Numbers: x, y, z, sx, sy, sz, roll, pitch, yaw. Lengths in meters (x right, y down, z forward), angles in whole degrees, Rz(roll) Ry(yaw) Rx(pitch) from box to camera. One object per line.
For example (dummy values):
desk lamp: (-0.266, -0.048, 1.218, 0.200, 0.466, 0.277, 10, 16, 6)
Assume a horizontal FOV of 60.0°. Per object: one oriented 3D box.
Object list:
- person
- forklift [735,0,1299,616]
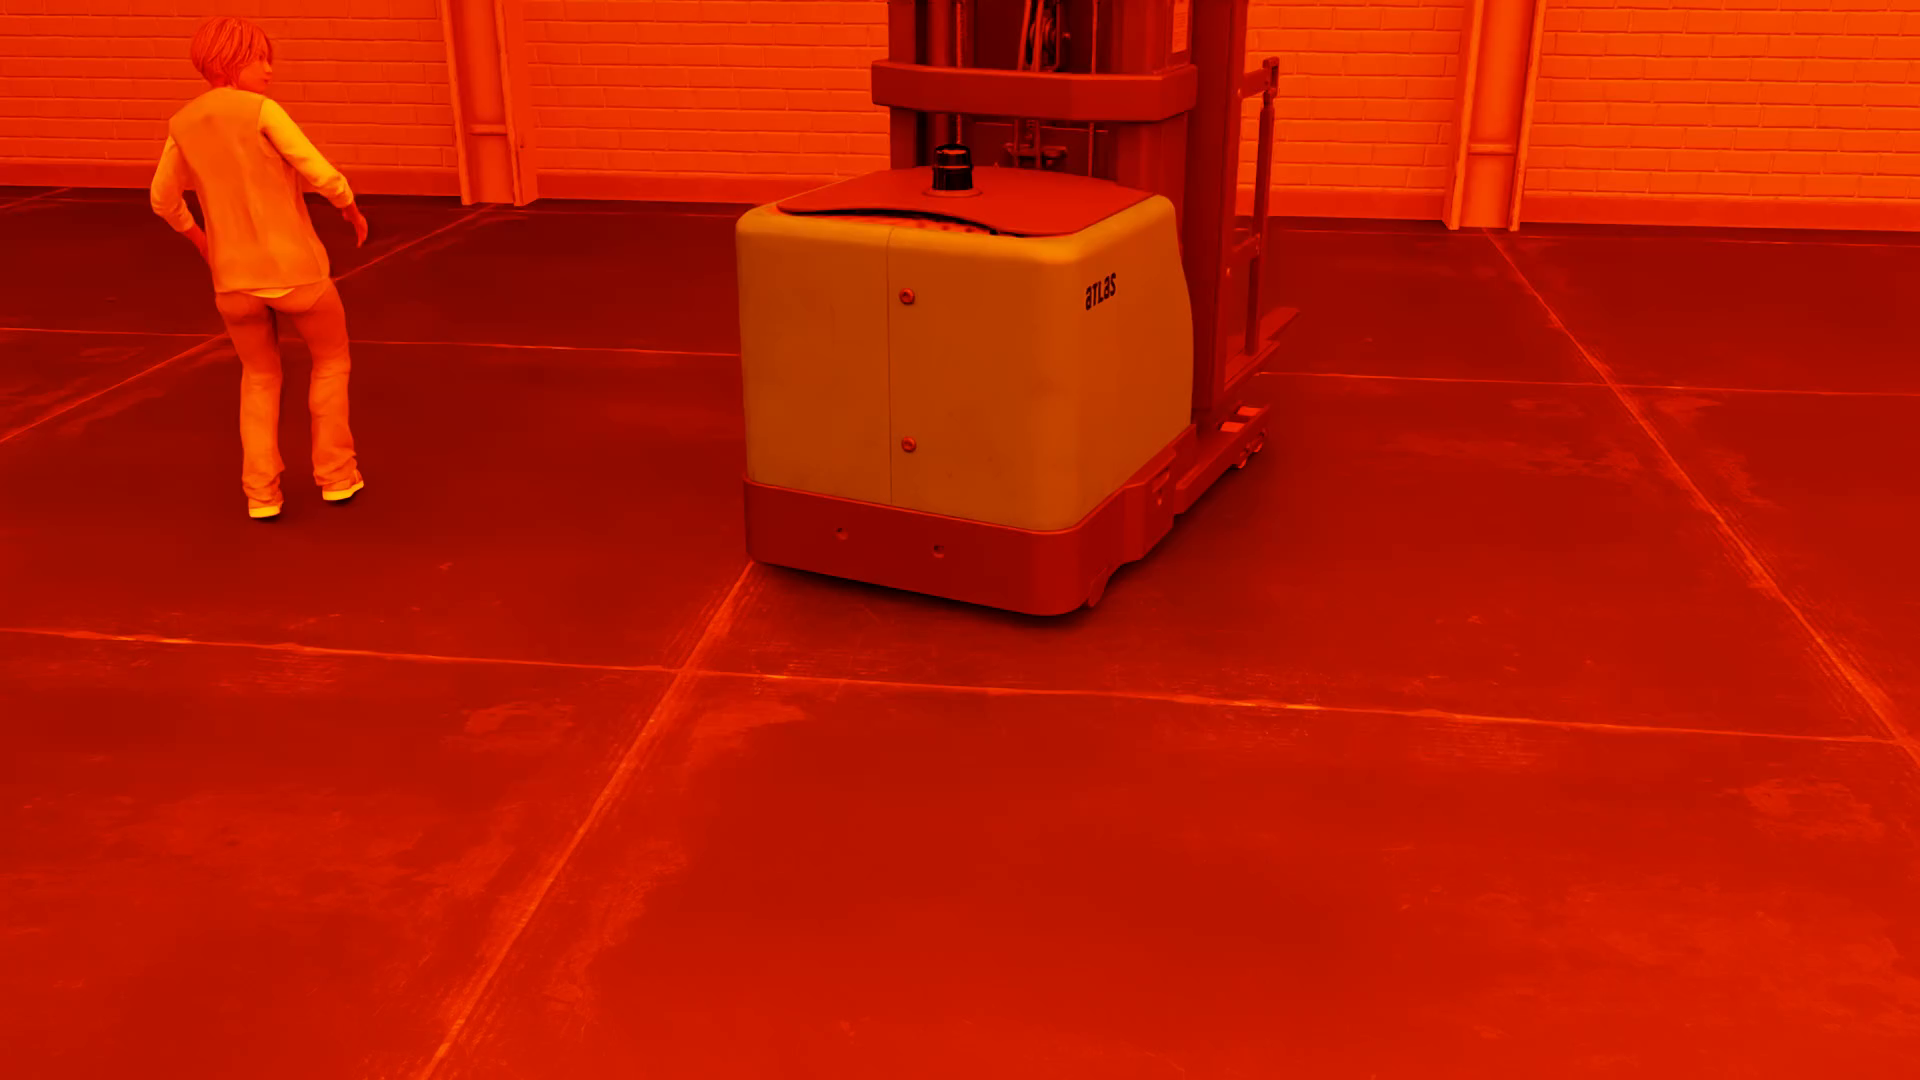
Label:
person: (-2.167, -0.828, 5.208, 0.656, 1.548, 0.484, 1, 22, 3)
forklift: (0.463, -1.669, 5.399, 1.130, 2.935, 3.031, 10, 24, 24)
